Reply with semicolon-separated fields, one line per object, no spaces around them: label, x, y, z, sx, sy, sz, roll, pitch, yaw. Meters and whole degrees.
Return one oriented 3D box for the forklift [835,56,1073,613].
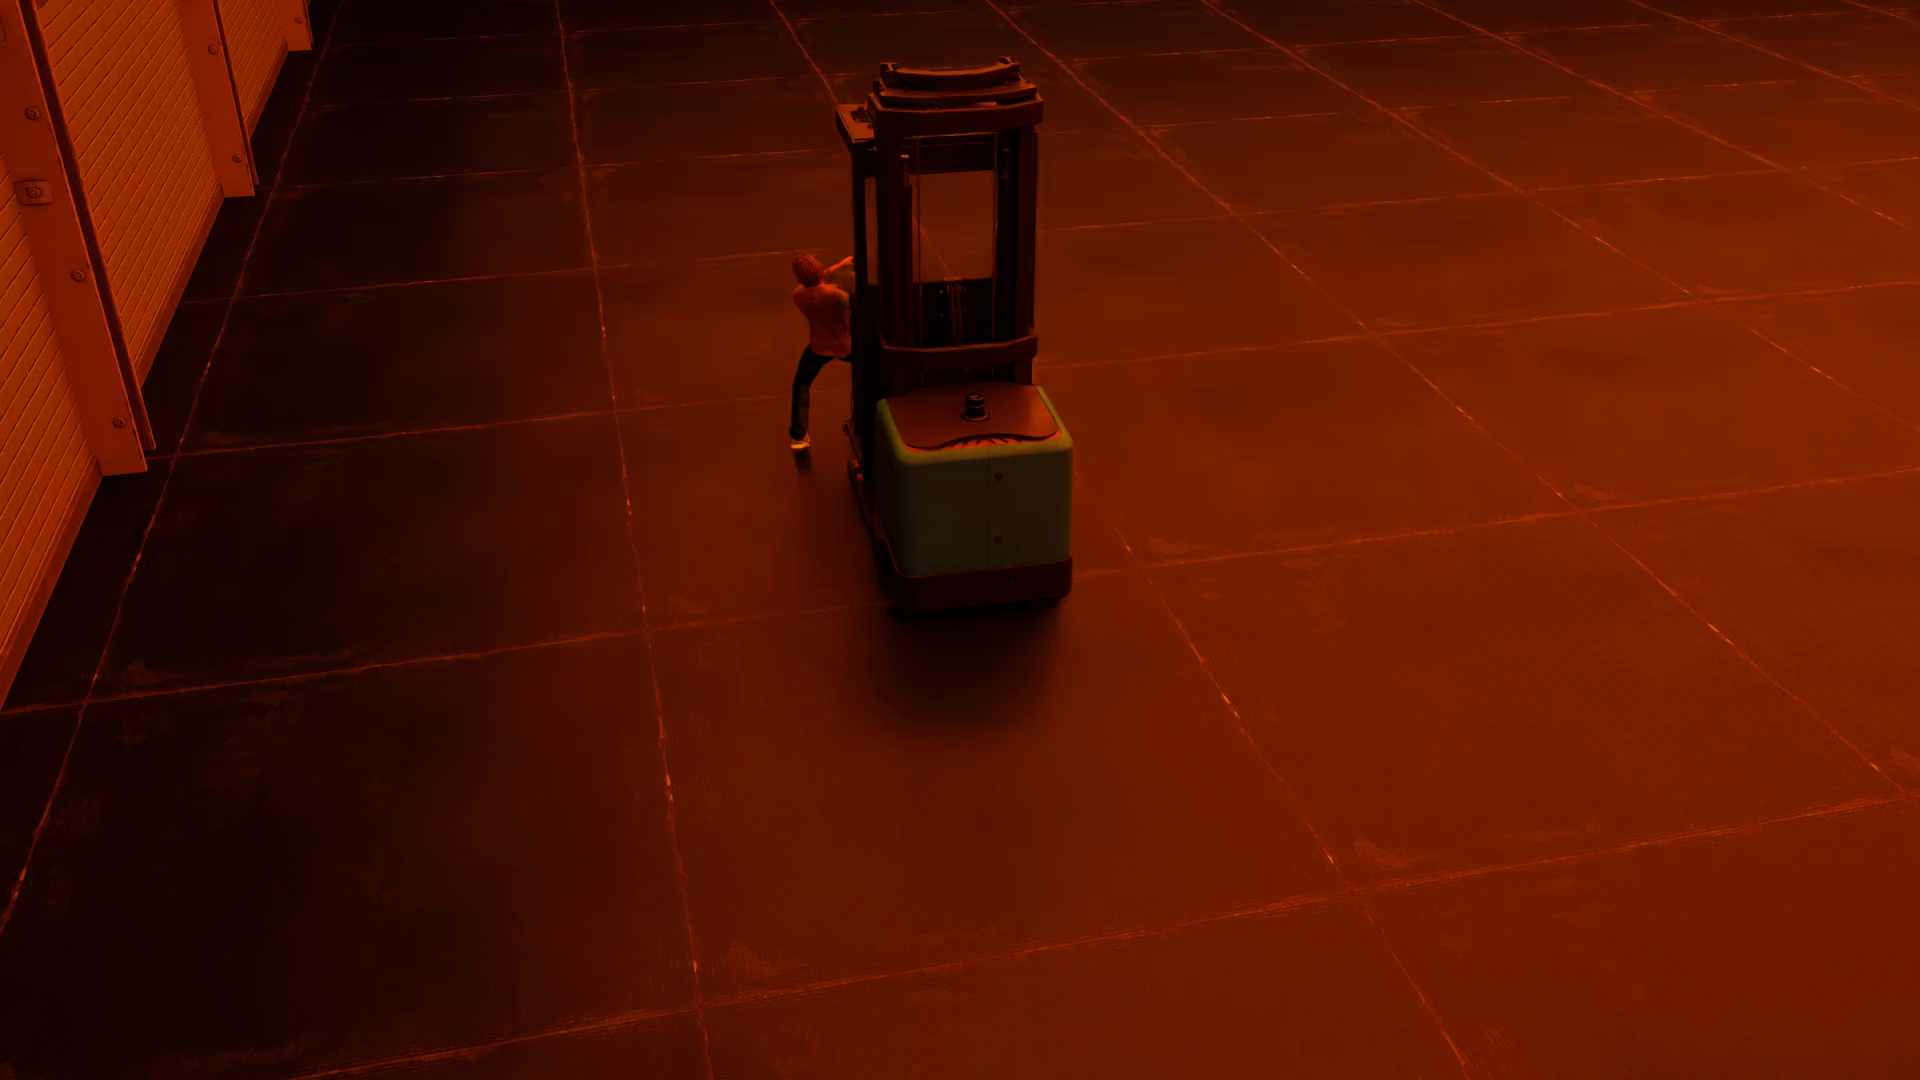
forklift;-0.141;-1.571;10.289;1.130;2.935;3.031;-6;31;-10

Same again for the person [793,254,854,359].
person;-0.739;-1.634;11.245;0.715;0.760;0.655;2;30;4
